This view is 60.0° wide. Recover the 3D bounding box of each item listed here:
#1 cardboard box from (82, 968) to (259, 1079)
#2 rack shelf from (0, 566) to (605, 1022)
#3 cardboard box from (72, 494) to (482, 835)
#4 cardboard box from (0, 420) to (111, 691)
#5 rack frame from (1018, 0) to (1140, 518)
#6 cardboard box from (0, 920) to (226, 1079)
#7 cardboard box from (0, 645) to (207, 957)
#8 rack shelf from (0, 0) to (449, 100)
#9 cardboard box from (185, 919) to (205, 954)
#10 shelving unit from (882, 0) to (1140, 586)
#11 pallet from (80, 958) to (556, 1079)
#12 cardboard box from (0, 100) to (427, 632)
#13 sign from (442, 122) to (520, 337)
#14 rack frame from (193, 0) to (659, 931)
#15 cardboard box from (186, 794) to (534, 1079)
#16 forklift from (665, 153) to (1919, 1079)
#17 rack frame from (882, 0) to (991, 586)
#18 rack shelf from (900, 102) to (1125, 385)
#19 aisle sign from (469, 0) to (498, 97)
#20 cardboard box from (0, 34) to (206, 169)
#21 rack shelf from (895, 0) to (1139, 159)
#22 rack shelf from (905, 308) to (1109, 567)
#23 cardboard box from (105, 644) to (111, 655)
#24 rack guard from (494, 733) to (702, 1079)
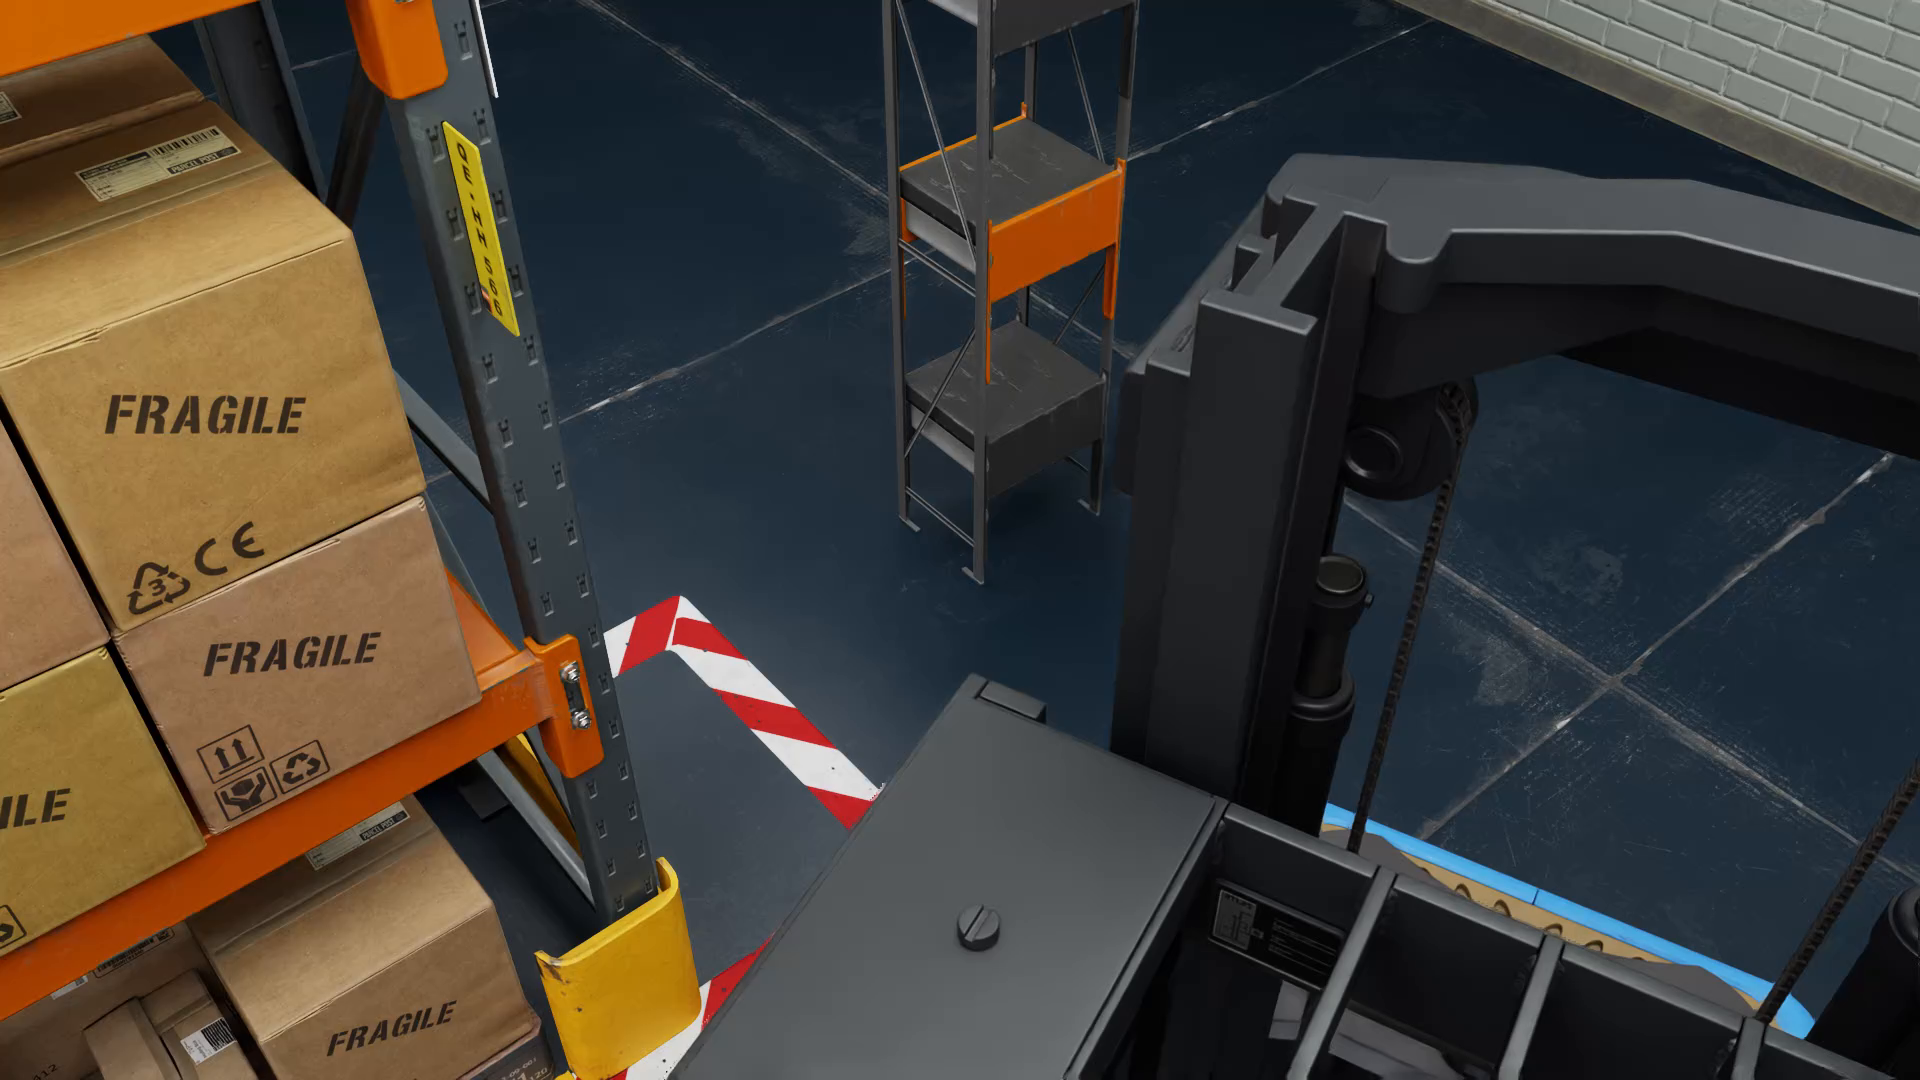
[{"bbox_3d":[-1.677,1.153,3.580,0.250,0.166,0.380,-30,51,-28],"label":"cardboard box"},{"bbox_3d":[-2.584,0.922,2.603,4.000,0.370,1.077,-30,51,-28],"label":"rack shelf"},{"bbox_3d":[-1.218,0.085,2.896,0.500,0.500,0.500,-28,50,-27],"label":"cardboard box"},{"bbox_3d":[-1.601,-0.057,2.316,0.500,0.500,0.500,-28,50,-27],"label":"cardboard box"},{"bbox_3d":[0.314,-0.945,4.723,0.015,2.100,0.400,-30,51,-28],"label":"rack frame"},{"bbox_3d":[-2.032,0.933,3.753,0.500,0.250,0.500,-30,51,-28],"label":"cardboard box"},{"bbox_3d":[-1.614,0.314,2.651,0.500,0.500,0.500,-29,51,-28],"label":"cardboard box"},{"bbox_3d":[-2.584,-0.171,1.576,4.000,0.370,1.077,-30,51,-28],"label":"rack shelf"},{"bbox_3d":[-1.783,0.767,3.990,0.250,0.166,0.380,-30,51,-28],"label":"cardboard box"},{"bbox_3d":[0.127,-0.838,4.609,0.503,2.100,0.431,-30,51,-28],"label":"shelving unit"},{"bbox_3d":[-1.719,1.182,3.837,1.213,0.211,1.003,-30,51,-28],"label":"pallet"},{"bbox_3d":[-1.214,-0.280,2.553,0.500,0.500,0.500,-30,51,-28],"label":"cardboard box"},{"bbox_3d":[-0.709,-0.456,2.467,0.005,0.325,0.100,-30,51,-28],"label":"sign"},{"bbox_3d":[-1.049,-0.219,3.292,0.127,3.000,1.000,-30,51,-28],"label":"rack frame"},{"bbox_3d":[-1.308,0.900,3.605,0.500,0.500,0.500,-30,51,-28],"label":"cardboard box"},{"bbox_3d":[0.332,1.228,1.801,1.130,2.935,3.031,21,47,21],"label":"forklift"},{"bbox_3d":[-0.060,-0.731,4.494,0.015,2.100,0.400,-30,51,-28],"label":"rack frame"},{"bbox_3d":[0.127,-0.828,4.618,0.480,0.518,0.431,-30,51,-28],"label":"rack shelf"},{"bbox_3d":[-0.801,-1.035,2.262,0.004,0.787,0.394,-30,51,-28],"label":"aisle sign"},{"bbox_3d":[-1.559,-0.563,2.855,0.500,0.500,0.500,-28,50,-27],"label":"cardboard box"},{"bbox_3d":[0.127,-1.338,4.139,0.480,0.518,0.431,-30,51,-28],"label":"rack shelf"},{"bbox_3d":[0.127,-0.318,5.097,0.480,0.518,0.431,-30,51,-28],"label":"rack shelf"},{"bbox_3d":[-1.559,-0.199,3.197,0.500,0.500,0.500,-29,50,-27],"label":"cardboard box"},{"bbox_3d":[-1.108,0.726,4.112,0.348,0.500,1.175,-30,51,-28],"label":"rack guard"}]
